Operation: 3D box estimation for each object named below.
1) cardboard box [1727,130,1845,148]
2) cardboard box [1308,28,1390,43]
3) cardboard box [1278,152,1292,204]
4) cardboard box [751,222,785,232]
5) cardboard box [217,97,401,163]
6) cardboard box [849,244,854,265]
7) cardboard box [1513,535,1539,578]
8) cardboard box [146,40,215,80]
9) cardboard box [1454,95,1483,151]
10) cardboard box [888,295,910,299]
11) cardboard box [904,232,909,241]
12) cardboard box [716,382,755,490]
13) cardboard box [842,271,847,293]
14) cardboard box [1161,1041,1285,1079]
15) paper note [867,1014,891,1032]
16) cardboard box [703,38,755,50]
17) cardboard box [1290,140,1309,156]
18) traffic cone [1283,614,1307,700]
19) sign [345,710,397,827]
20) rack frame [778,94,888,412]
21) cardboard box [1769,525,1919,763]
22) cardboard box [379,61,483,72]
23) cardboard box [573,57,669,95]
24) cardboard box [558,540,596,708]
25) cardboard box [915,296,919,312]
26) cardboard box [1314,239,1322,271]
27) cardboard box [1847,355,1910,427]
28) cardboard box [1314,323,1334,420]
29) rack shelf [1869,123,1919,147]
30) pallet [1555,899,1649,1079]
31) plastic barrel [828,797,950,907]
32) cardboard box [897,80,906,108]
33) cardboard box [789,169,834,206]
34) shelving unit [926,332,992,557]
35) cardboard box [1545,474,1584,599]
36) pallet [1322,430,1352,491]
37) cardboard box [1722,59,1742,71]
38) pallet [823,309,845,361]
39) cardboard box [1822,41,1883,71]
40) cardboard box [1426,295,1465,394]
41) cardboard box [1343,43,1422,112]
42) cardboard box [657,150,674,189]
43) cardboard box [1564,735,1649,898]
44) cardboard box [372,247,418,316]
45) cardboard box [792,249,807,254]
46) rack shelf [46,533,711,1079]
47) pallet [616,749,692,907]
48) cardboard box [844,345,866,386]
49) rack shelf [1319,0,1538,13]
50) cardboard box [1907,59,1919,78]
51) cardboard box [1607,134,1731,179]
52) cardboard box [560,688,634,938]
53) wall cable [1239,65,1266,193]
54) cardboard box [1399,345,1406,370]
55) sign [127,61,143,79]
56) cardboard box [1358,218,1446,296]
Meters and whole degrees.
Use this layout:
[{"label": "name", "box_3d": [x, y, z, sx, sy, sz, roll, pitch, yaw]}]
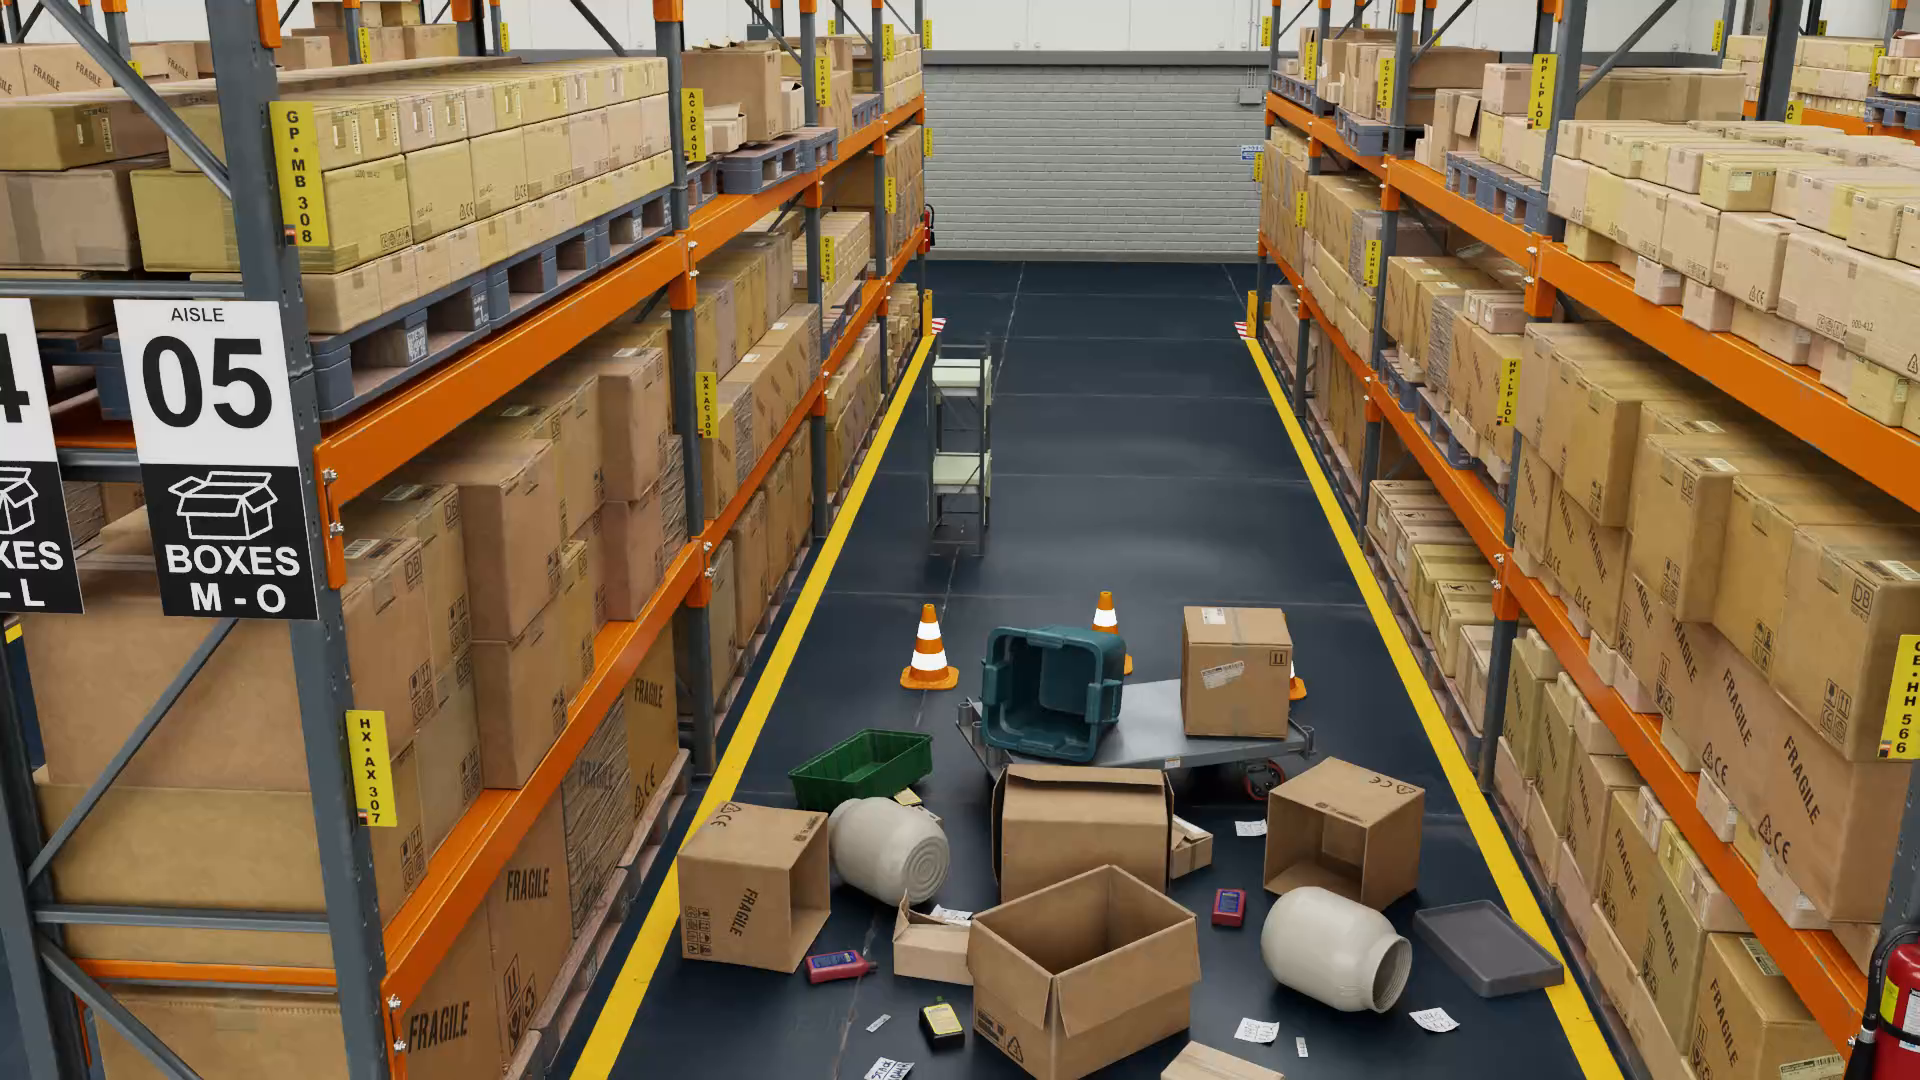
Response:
[{"label": "cardboard box", "box_3d": [3.306, -1.558, 6.667, 0.380, 0.149, 0.250, 2, 18, 5]}, {"label": "cardboard box", "box_3d": [3.800, -4.764, 16.326, 0.797, 0.503, 0.637, 3, 18, 8]}, {"label": "cardboard box", "box_3d": [3.609, -3.769, 17.343, 0.500, 0.500, 0.500, 1, 18, 4]}, {"label": "cardboard box", "box_3d": [-1.752, -2.709, 14.646, 0.380, 0.149, 0.250, 1, 18, 3]}, {"label": "cardboard box", "box_3d": [-1.709, -1.081, 4.376, 0.380, 0.149, 0.250, 1, 18, 4]}, {"label": "cardboard box", "box_3d": [-1.115, -2.471, 14.397, 0.380, 0.149, 0.250, 0, 18, 1]}, {"label": "cardboard box", "box_3d": [2.819, 0.072, 7.789, 0.380, 0.149, 0.250, 1, 18, 4]}, {"label": "cardboard box", "box_3d": [-6.311, -3.911, 13.883, 0.797, 0.503, 0.637, 1, 18, 3]}, {"label": "cardboard box", "box_3d": [3.367, -2.380, 9.887, 0.797, 0.503, 0.637, 1, 18, 4]}, {"label": "cardboard box", "box_3d": [-0.757, -2.662, 18.680, 0.380, 0.149, 0.250, 1, 18, 2]}, {"label": "cardboard box", "box_3d": [-0.766, -3.402, 18.390, 0.380, 0.149, 0.250, 0, 18, 1]}, {"label": "cardboard box", "box_3d": [-1.441, -0.579, 9.211, 0.500, 0.500, 0.500, 1, 18, 4]}, {"label": "cardboard box", "box_3d": [-1.150, -2.167, 13.947, 0.380, 0.149, 0.250, 1, 18, 2]}, {"label": "cardboard box", "box_3d": [0.954, 2.007, 6.059, 0.380, 0.149, 0.250, 12, 22, 32]}, {"label": "paper note", "box_3d": [-0.322, 1.910, 6.577, 0.032, 0.001, 0.123, 12, 22, 32]}, {"label": "cardboard box", "box_3d": [-1.705, -3.587, 12.346, 0.396, 0.266, 0.258, 1, 18, 4]}, {"label": "cardboard box", "box_3d": [3.597, -4.029, 17.092, 0.380, 0.149, 0.250, 1, 18, 4]}, {"label": "traffic cone", "box_3d": [1.854, 0.651, 9.693, 0.336, 0.463, 0.334, 1, 18, 4]}, {"label": "sign", "box_3d": [-1.517, 0.590, 4.286, 0.100, 0.325, 0.005, 1, 18, 4]}, {"label": "rack frame", "box_3d": [-1.210, -2.702, 15.851, 1.000, 3.000, 0.127, 1, 18, 4]}, {"label": "cardboard box", "box_3d": [2.694, 0.277, 4.517, 0.700, 0.500, 0.500, 1, 18, 3]}, {"label": "cardboard box", "box_3d": [-2.184, -1.886, 6.832, 0.380, 0.149, 0.250, 1, 18, 3]}, {"label": "cardboard box", "box_3d": [-1.491, -2.028, 7.267, 0.380, 0.149, 0.250, 1, 18, 3]}, {"label": "cardboard box", "box_3d": [-1.909, 0.330, 6.359, 0.875, 0.550, 0.500, 1, 18, 4]}, {"label": "cardboard box", "box_3d": [-0.676, -2.760, 19.455, 0.380, 0.149, 0.250, 1, 18, 2]}, {"label": "cardboard box", "box_3d": [3.413, -2.496, 14.661, 0.500, 0.250, 0.500, 2, 18, 5]}, {"label": "cardboard box", "box_3d": [2.607, -0.397, 4.403, 0.380, 0.149, 0.250, 1, 18, 4]}, {"label": "cardboard box", "box_3d": [3.770, -1.618, 15.282, 0.875, 0.875, 0.875, 2, 18, 6]}, {"label": "rack shelf", "box_3d": [8.543, -2.975, 13.024, 1.077, 0.370, 4.000, 1, 18, 4]}, {"label": "pallet", "box_3d": [3.064, 1.776, 6.663, 1.003, 0.211, 1.213, 1, 18, 4]}, {"label": "plastic barrel", "box_3d": [-0.334, 1.394, 7.490, 0.512, 0.421, 0.421, 17, 25, 41]}, {"label": "cardboard box", "box_3d": [-0.829, -4.511, 16.796, 0.500, 0.250, 0.500, 2, 18, 6]}, {"label": "cardboard box", "box_3d": [-1.446, -3.518, 16.097, 0.500, 0.500, 0.500, 1, 18, 2]}, {"label": "shelving unit", "box_3d": [0.000, -0.711, 12.183, 0.431, 1.500, 0.755, 1, 18, 4]}, {"label": "cardboard box", "box_3d": [2.839, -0.040, 7.090, 0.500, 0.500, 0.500, 1, 18, 4]}, {"label": "pallet", "box_3d": [3.670, -0.676, 14.148, 1.003, 0.211, 1.213, 1, 18, 4]}, {"label": "cardboard box", "box_3d": [8.669, -5.119, 18.174, 0.500, 0.250, 0.500, 1, 18, 3]}, {"label": "pallet", "box_3d": [-1.551, -1.592, 12.772, 1.213, 0.211, 1.003, 1, 18, 4]}, {"label": "cardboard box", "box_3d": [8.510, -4.566, 15.683, 0.500, 0.250, 0.500, 1, 18, 3]}, {"label": "cardboard box", "box_3d": [3.080, -1.152, 9.808, 0.500, 0.500, 0.500, 1, 18, 2]}, {"label": "cardboard box", "box_3d": [3.285, -3.607, 12.961, 0.500, 0.500, 0.500, 1, 18, 4]}, {"label": "cardboard box", "box_3d": [-1.490, -1.650, 7.392, 0.380, 0.149, 0.250, 1, 18, 4]}, {"label": "cardboard box", "box_3d": [2.784, 1.117, 6.733, 0.500, 0.500, 0.500, 2, 18, 7]}, {"label": "cardboard box", "box_3d": [-1.708, -0.706, 4.513, 0.380, 0.149, 0.250, 1, 18, 4]}, {"label": "cardboard box", "box_3d": [-1.212, -2.203, 13.104, 0.380, 0.149, 0.250, 1, 18, 2]}, {"label": "rack shelf", "box_3d": [-1.926, 0.746, 6.485, 1.077, 0.370, 4.000, 1, 18, 4]}, {"label": "pallet", "box_3d": [-1.916, 1.342, 7.987, 1.003, 0.211, 1.213, 1, 18, 4]}, {"label": "cardboard box", "box_3d": [-1.085, -1.509, 14.347, 0.500, 0.250, 0.500, 0, 18, 1]}, {"label": "rack shelf", "box_3d": [3.592, -4.320, 12.954, 1.077, 0.370, 4.000, 1, 18, 4]}, {"label": "cardboard box", "box_3d": [8.219, -3.962, 13.971, 0.380, 0.149, 0.250, 1, 18, 3]}, {"label": "cardboard box", "box_3d": [2.750, -1.488, 6.453, 0.380, 0.149, 0.250, 1, 18, 4]}, {"label": "cardboard box", "box_3d": [-1.959, 1.067, 7.088, 0.875, 0.875, 0.875, 1, 18, 4]}, {"label": "wall cable", "box_3d": [4.403, -6.114, 24.584, 0.585, 1.953, 0.123, 1, 18, 4]}, {"label": "cardboard box", "box_3d": [3.120, -1.193, 10.975, 0.380, 0.149, 0.250, 0, 18, 0]}, {"label": "sign", "box_3d": [-5.895, -3.260, 11.907, 0.100, 0.325, 0.005, 1, 18, 4]}, {"label": "cardboard box", "box_3d": [3.224, -2.069, 12.155, 0.500, 0.500, 0.500, 1, 18, 2]}]
